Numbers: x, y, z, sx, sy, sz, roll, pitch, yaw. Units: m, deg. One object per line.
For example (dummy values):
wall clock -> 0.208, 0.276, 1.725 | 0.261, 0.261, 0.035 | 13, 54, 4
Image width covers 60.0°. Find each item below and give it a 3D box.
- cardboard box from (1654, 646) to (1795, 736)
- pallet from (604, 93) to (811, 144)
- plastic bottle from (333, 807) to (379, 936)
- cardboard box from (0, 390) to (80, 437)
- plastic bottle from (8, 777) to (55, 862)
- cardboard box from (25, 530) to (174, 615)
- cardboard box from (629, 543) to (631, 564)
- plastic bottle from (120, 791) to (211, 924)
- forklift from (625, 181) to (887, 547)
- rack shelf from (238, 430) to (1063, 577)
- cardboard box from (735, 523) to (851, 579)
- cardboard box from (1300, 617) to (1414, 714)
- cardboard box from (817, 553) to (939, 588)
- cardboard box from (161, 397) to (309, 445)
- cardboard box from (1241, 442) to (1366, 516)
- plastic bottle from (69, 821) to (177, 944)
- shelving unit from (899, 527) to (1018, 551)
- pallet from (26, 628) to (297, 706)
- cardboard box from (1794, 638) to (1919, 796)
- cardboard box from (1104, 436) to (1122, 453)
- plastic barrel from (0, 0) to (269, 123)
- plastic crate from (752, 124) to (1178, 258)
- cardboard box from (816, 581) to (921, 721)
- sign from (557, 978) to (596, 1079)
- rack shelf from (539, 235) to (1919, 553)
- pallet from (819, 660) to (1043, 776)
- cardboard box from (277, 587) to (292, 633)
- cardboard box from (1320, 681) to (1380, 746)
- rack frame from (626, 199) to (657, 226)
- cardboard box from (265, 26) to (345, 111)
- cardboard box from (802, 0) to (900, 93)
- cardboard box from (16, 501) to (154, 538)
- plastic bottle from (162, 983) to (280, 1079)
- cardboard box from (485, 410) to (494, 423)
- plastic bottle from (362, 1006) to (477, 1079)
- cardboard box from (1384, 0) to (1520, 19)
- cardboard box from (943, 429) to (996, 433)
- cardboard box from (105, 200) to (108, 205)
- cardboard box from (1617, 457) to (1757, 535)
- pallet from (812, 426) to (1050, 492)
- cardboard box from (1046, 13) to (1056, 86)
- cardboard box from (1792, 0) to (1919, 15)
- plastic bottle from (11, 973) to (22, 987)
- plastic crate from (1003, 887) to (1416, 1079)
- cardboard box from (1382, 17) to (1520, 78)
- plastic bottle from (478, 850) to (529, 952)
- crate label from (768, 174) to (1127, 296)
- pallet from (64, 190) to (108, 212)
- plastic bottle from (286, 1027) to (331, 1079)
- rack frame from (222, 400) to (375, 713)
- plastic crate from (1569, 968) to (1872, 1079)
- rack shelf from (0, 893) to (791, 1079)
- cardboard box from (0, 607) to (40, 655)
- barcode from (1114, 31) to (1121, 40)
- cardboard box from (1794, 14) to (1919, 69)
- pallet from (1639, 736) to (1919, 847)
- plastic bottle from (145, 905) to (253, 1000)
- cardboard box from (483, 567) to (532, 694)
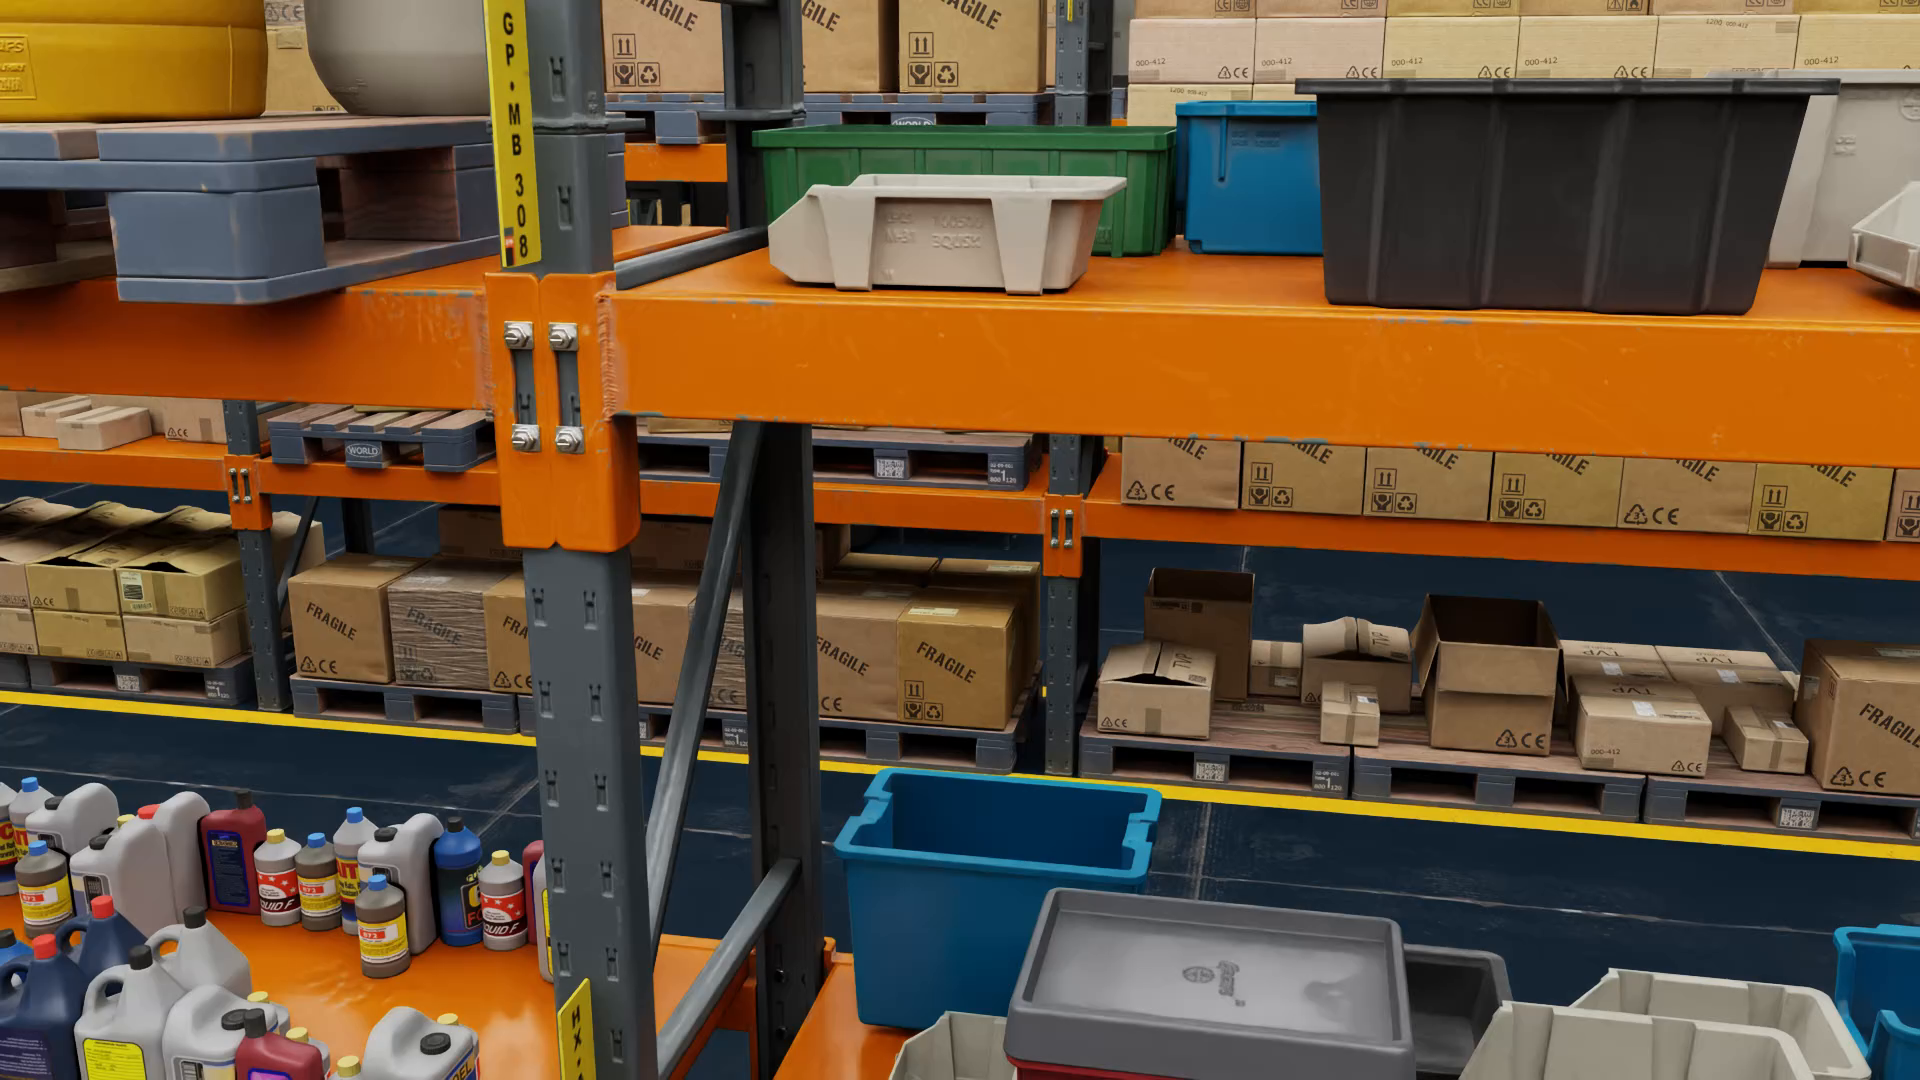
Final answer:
cardboard box -> 3.501, 0.700, 7.672 | 0.500, 0.250, 0.500 | 3, 16, 11
pallet -> -1.094, -1.958, 7.676 | 1.003, 0.211, 1.213 | 3, 16, 11
plastic bottle -> -1.287, 0.705, 3.570 | 0.097, 0.271, 0.097 | 0, 15, 0
cardboard box -> -5.020, -0.842, 8.725 | 0.500, 0.500, 0.500 | 2, 16, 8
plastic bottle -> -2.064, 0.662, 3.722 | 0.097, 0.271, 0.097 | 0, 15, 0
cardboard box -> -4.445, 0.154, 8.629 | 0.500, 0.311, 0.500 | 3, 16, 10
cardboard box -> -1.902, 0.300, 8.649 | 0.500, 0.500, 0.500 | 3, 16, 9
plastic bottle -> -1.728, 0.686, 3.629 | 0.135, 0.276, 0.152 | 3, 16, 11
forklift -> -1.984, -1.528, 11.519 | 3.031, 2.935, 1.130 | 4, 16, 15
rack shelf -> -1.412, -0.256, 8.143 | 4.000, 0.370, 1.077 | 3, 16, 11
cardboard box -> -0.858, -0.007, 8.353 | 0.500, 0.250, 0.500 | 3, 16, 11
cardboard box -> 1.898, 0.584, 7.978 | 0.500, 0.311, 0.500 | 3, 16, 11
cardboard box -> -0.403, 0.382, 8.353 | 0.500, 0.500, 0.500 | 3, 16, 12
cardboard box -> -3.720, -0.697, 8.554 | 0.500, 0.311, 0.500 | 4, 16, 15
cardboard box -> 1.495, -0.419, 7.199 | 0.500, 0.500, 0.500 | 3, 16, 12
plastic bottle -> -1.758, 0.726, 3.486 | 0.135, 0.276, 0.152 | 3, 16, 11
shelving unit -> -0.007, -0.723, 11.293 | 0.755, 1.500, 0.431 | 3, 16, 11
pallet -> -4.171, 0.581, 8.999 | 1.213, 0.211, 1.003 | 3, 16, 11
cardboard box -> 3.886, 0.745, 7.042 | 0.500, 0.500, 0.500 | 3, 16, 11
cardboard box -> 0.868, -0.959, 12.575 | 0.750, 0.750, 0.750 | 3, 16, 12
plastic barrel -> -1.378, -0.934, 2.488 | 0.600, 0.588, 0.600 | 0, 15, 0
plastic crate -> 0.032, -0.600, 2.818 | 0.662, 0.188, 0.450 | 3, 16, 11
cardboard box -> -0.476, 0.517, 7.865 | 0.500, 0.500, 0.500 | 3, 16, 11
sign -> -0.555, 0.810, 2.430 | 0.005, 0.325, 0.100 | 3, 16, 11
rack shelf -> 1.517, -0.193, 2.298 | 4.000, 0.370, 1.077 | 3, 16, 11
pallet -> -0.257, 0.815, 8.156 | 1.213, 0.211, 1.003 | 3, 16, 11
cardboard box -> -3.827, 0.309, 9.120 | 0.500, 0.250, 0.500 | 3, 16, 11
cardboard box -> 1.766, 0.780, 7.541 | 0.250, 0.166, 0.380 | 3, 16, 11
rack frame -> -2.389, -2.005, 13.110 | 0.127, 3.000, 1.000 | 3, 16, 11
cardboard box -> -2.938, -2.188, 7.966 | 0.500, 0.500, 0.910 | 3, 16, 11
cardboard box -> -0.591, -2.316, 7.453 | 0.600, 0.600, 0.600 | 3, 16, 10
cardboard box -> -4.843, -0.014, 9.239 | 0.500, 0.311, 0.500 | 3, 16, 10
plastic bottle -> -1.252, 0.904, 2.843 | 0.135, 0.276, 0.152 | 3, 16, 11
cardboard box -> -1.874, -0.857, 7.992 | 0.500, 0.500, 0.700 | 6, 17, 22
plastic bottle -> -0.894, 0.923, 2.773 | 0.135, 0.276, 0.152 | 3, 16, 11
cardboard box -> 1.985, -2.367, 6.739 | 0.500, 0.500, 0.700 | 3, 16, 11
cardboard box -> 0.128, -0.830, 7.896 | 0.500, 0.500, 0.700 | -2, 16, -8
cardboard box -> -7.233, -2.624, 14.186 | 0.500, 0.500, 0.500 | 3, 16, 11
cardboard box -> 2.977, -0.339, 6.908 | 0.500, 0.500, 0.500 | 3, 16, 12
pallet -> -0.214, -0.474, 7.945 | 1.213, 0.211, 1.003 | 3, 16, 11
cardboard box -> 0.691, -3.573, 12.142 | 0.500, 0.500, 0.700 | 2, 16, 8
cardboard box -> 3.488, -2.331, 6.607 | 0.500, 0.500, 0.700 | 3, 16, 11
plastic bottle -> -1.746, 0.877, 2.940 | 0.135, 0.276, 0.152 | 3, 16, 11
plastic crate -> 0.382, 0.853, 2.561 | 0.583, 0.464, 0.402 | 3, 16, 11
cardboard box -> 1.953, -1.963, 6.687 | 0.500, 0.250, 0.500 | 3, 16, 11
plastic bottle -> -0.965, 0.756, 3.517 | 0.097, 0.201, 0.097 | 0, 15, 0
crate label -> -0.021, -0.417, 2.254 | 0.466, 0.136, 0.293 | 3, 16, 11
pallet -> -2.343, -0.631, 2.884 | 1.213, 0.211, 1.003 | 3, 16, 11
plastic bottle -> -1.131, 0.937, 2.863 | 0.097, 0.201, 0.097 | 0, 15, 0
rack frame -> -3.372, -0.709, 8.431 | 0.127, 3.000, 1.000 | 3, 16, 11
plastic crate -> 1.323, 0.912, 2.963 | 0.466, 0.136, 0.293 | 3, 16, 11
rack shelf -> -2.403, 1.040, 3.466 | 4.000, 0.370, 1.077 | 3, 16, 11
cardboard box -> -4.934, 0.396, 8.808 | 0.500, 0.250, 0.500 | 3, 16, 12
barcode -> 1.152, -3.709, 12.219 | 0.075, 0.075, 0.001 | 5, 16, 16
cardboard box -> 3.423, -1.884, 6.402 | 0.500, 0.250, 0.500 | 3, 16, 11
pallet -> 3.612, 1.015, 7.434 | 1.213, 0.211, 1.003 | 3, 16, 11
plastic bottle -> -1.380, 0.822, 2.996 | 0.185, 0.351, 0.144 | 3, 16, 11
cardboard box -> -1.978, 0.437, 8.153 | 0.500, 0.500, 0.500 | 3, 16, 10
